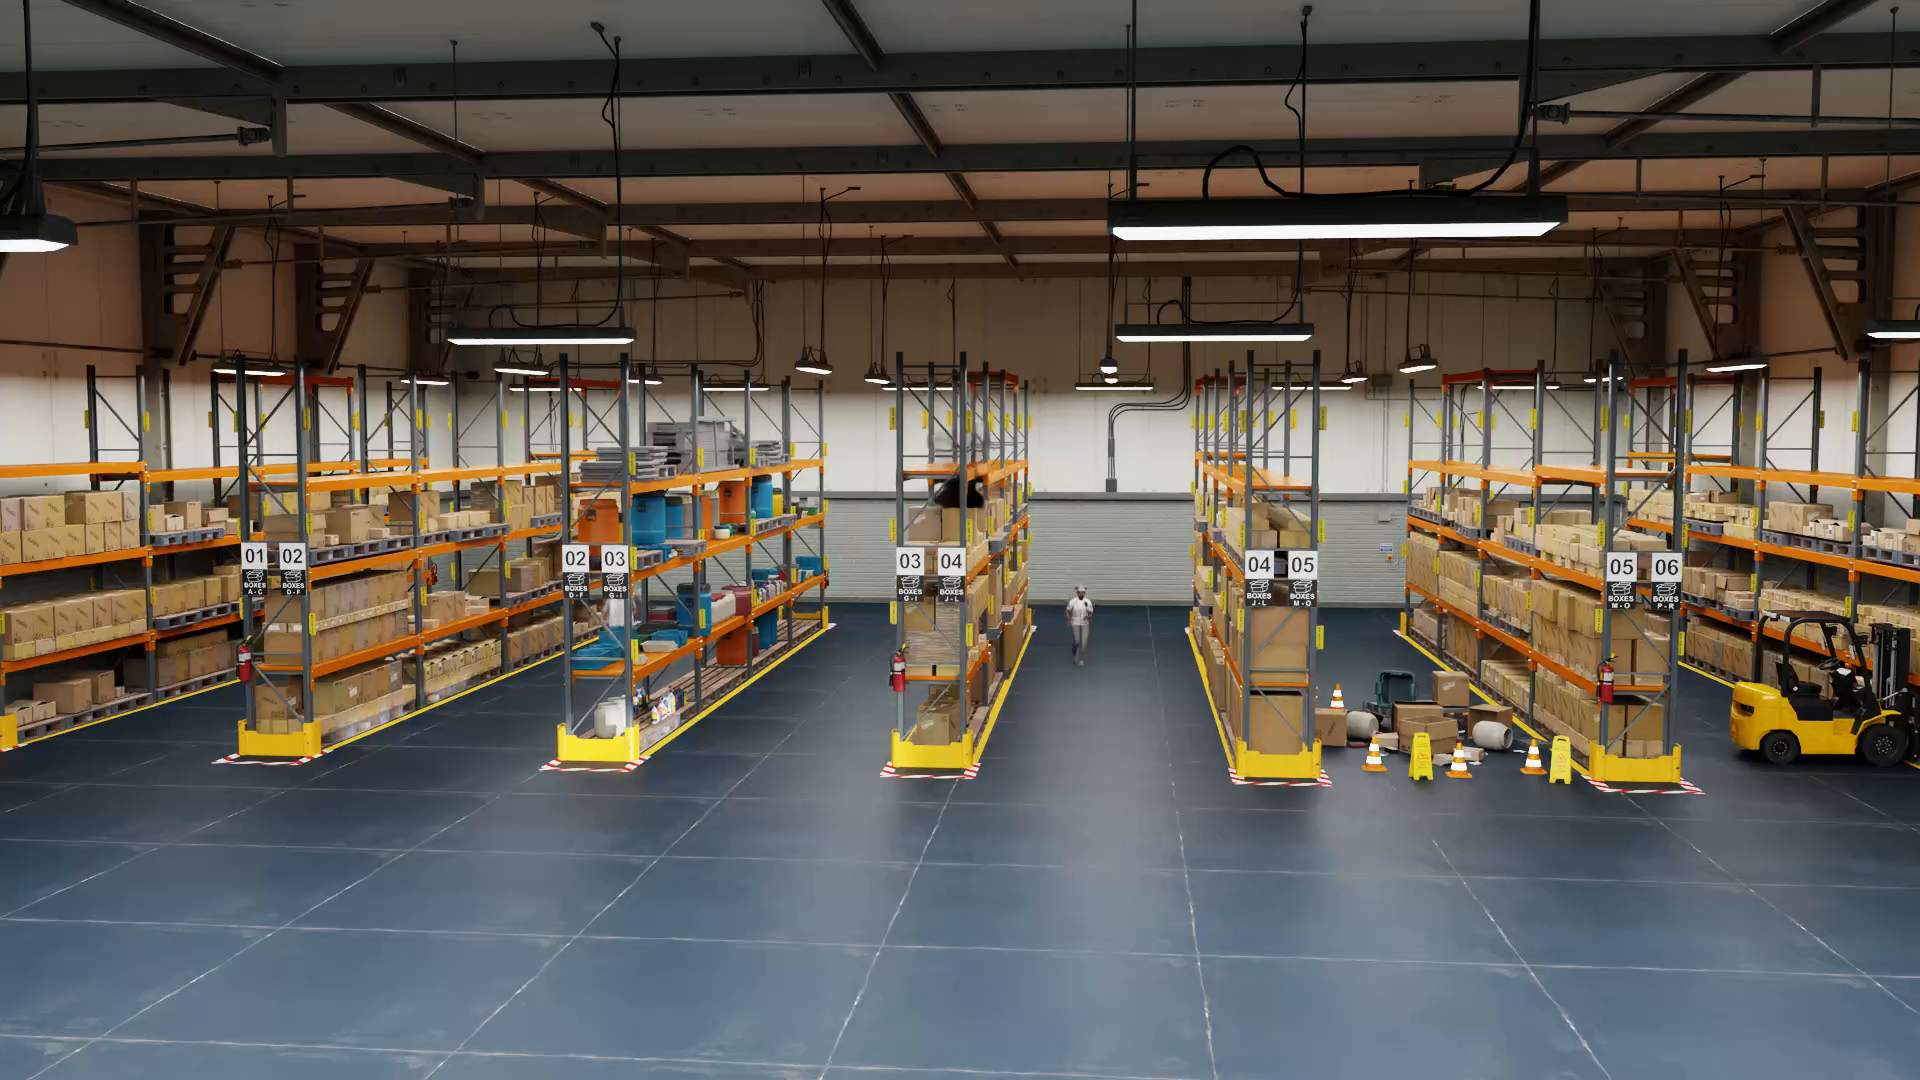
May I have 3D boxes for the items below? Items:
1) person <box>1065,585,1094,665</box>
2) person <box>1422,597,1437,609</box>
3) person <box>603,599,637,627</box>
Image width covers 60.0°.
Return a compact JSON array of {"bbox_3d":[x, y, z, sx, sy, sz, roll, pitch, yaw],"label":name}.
[{"bbox_3d":[-5.893,0.860,16.937,18.654,5.851,33.754,0,4,-2],"label":"person"},{"bbox_3d":[11.428,1.309,40.267,0.875,1.628,0.645,3,5,38],"label":"person"},{"bbox_3d":[-6.844,1.752,33.436,0.667,1.766,0.855,-1,4,-10],"label":"person"}]
